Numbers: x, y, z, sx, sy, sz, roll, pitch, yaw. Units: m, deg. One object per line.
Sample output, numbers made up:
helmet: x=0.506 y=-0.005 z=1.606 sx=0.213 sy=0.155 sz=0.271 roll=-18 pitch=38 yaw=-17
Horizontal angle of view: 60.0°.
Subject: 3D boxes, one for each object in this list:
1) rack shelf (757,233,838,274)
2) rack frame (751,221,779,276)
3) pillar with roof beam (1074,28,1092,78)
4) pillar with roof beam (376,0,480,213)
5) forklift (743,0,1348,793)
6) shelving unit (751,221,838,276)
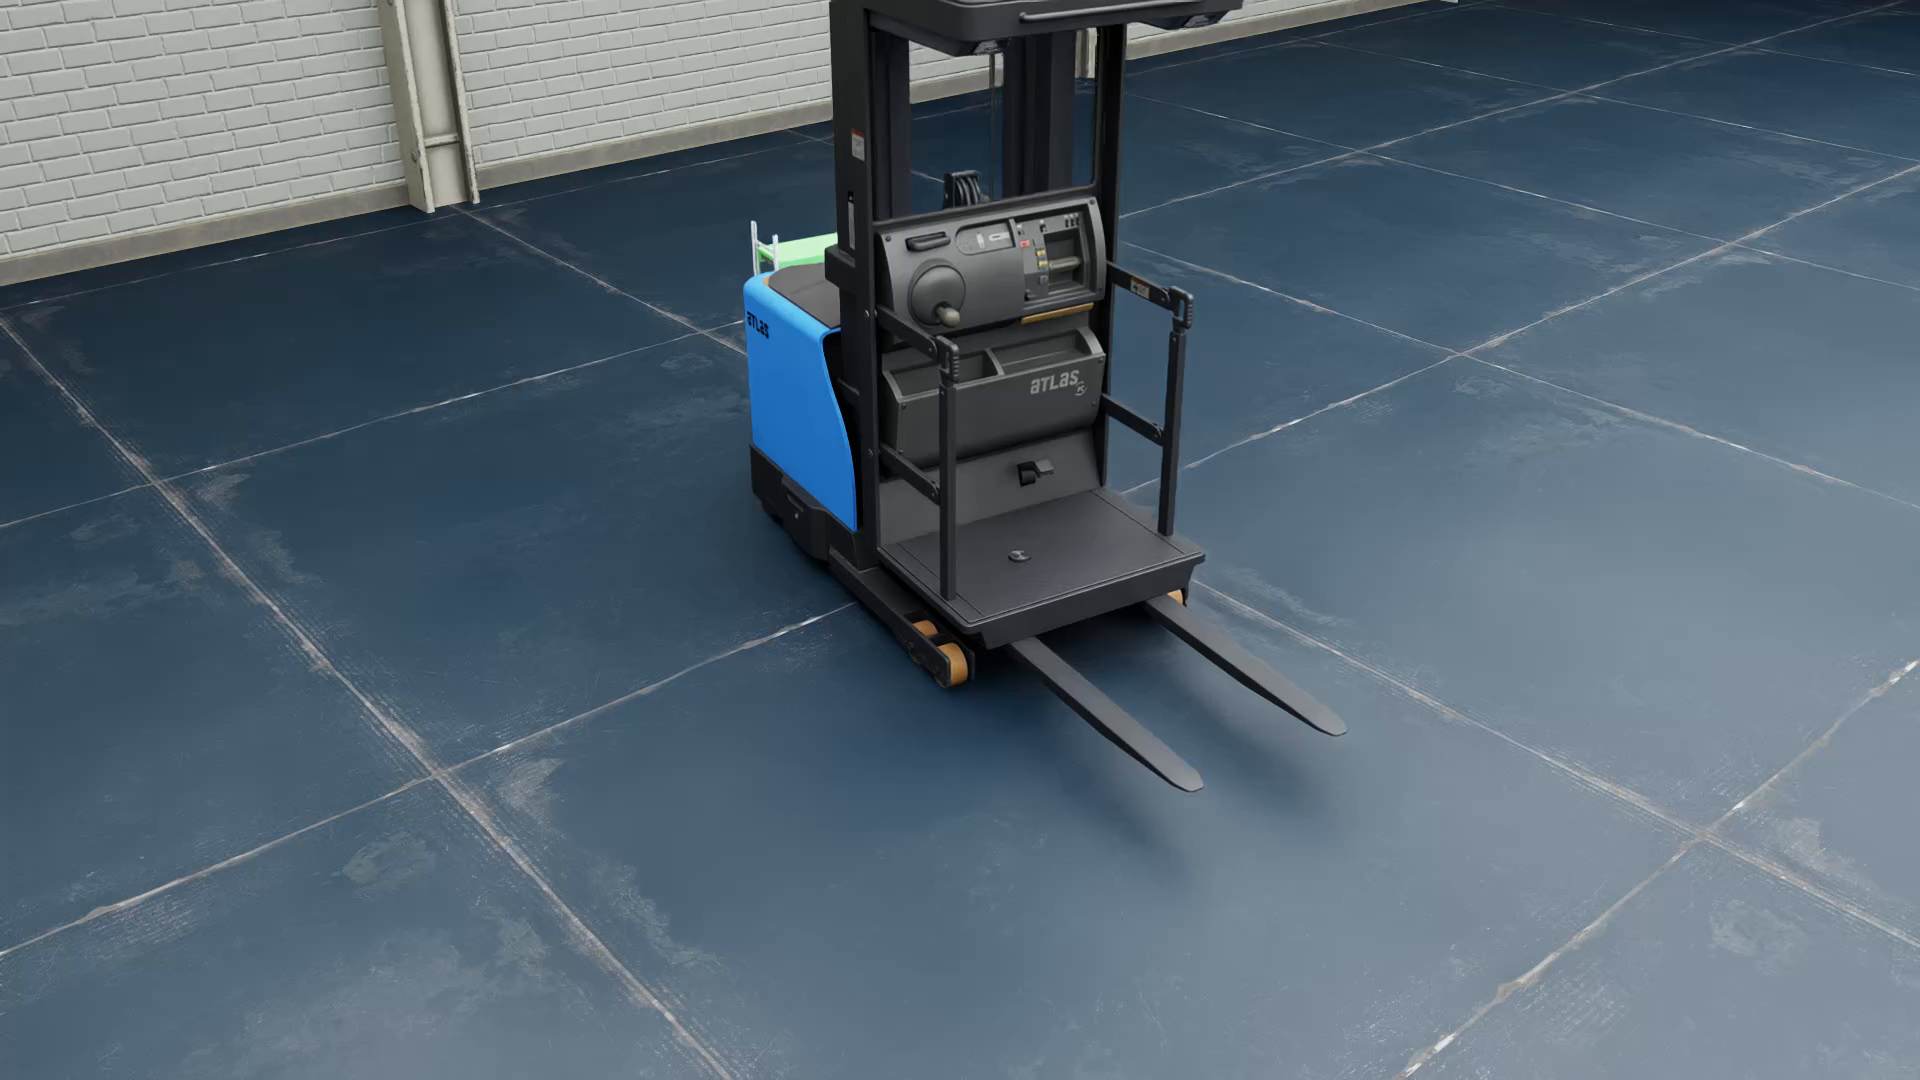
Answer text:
rack shelf: x=-0.644 y=-1.253 z=7.440 sx=0.480 sy=0.148 sz=0.258 roll=-16 pitch=32 yaw=-27
rack frame: x=-0.853 y=-0.827 z=7.524 sx=0.015 sy=1.200 sz=0.240 roll=-16 pitch=32 yaw=-27
pillar with roof beam: x=3.736 y=-6.632 z=10.112 sx=0.400 sy=9.000 sz=9.100 roll=-22 pitch=35 yaw=-35
pillar with roof beam: x=-0.828 y=-4.796 z=6.677 sx=0.400 sy=9.000 sz=9.100 roll=-22 pitch=35 yaw=-35
forklift: x=0.246 y=-0.990 z=5.992 sx=1.130 sy=2.935 sz=3.031 roll=-16 pitch=32 yaw=-27
shelving unit: x=-0.644 y=-0.886 z=7.636 sx=0.503 sy=1.200 sz=0.258 roll=-16 pitch=32 yaw=-27
